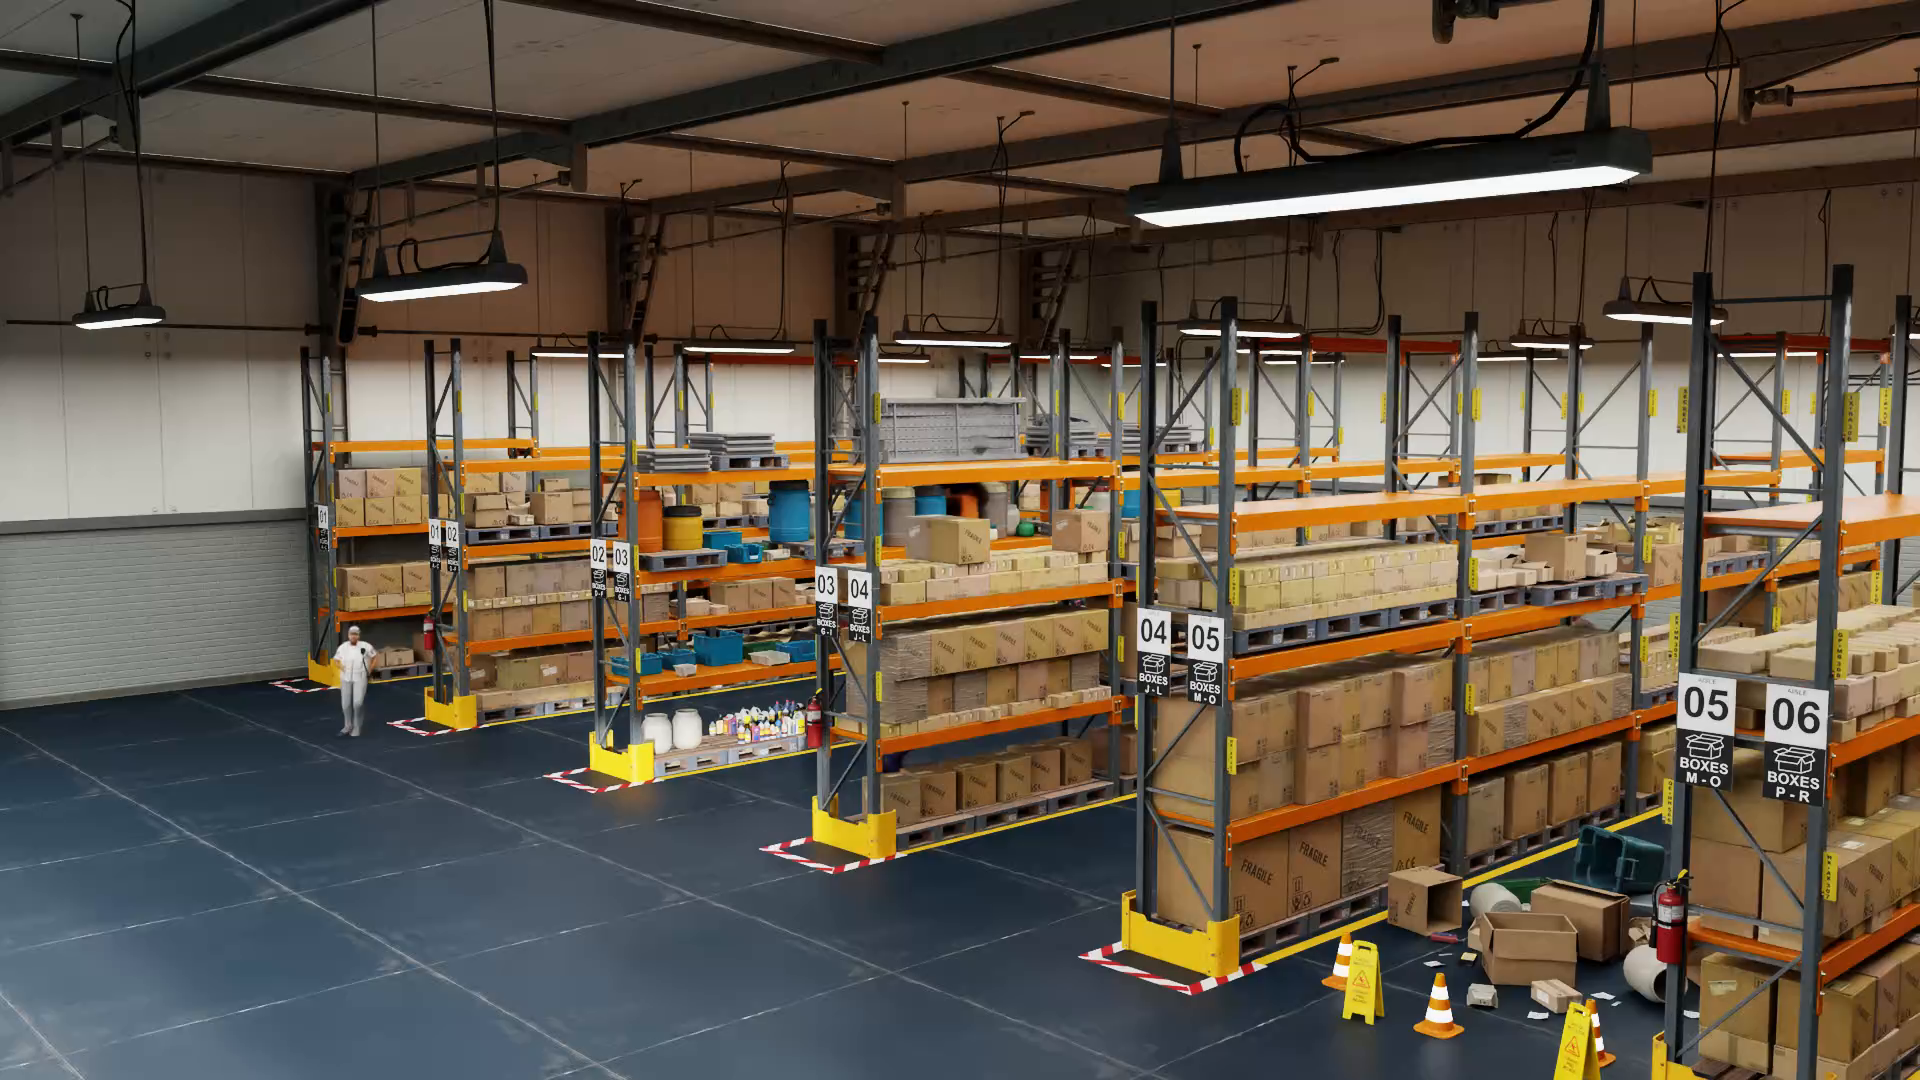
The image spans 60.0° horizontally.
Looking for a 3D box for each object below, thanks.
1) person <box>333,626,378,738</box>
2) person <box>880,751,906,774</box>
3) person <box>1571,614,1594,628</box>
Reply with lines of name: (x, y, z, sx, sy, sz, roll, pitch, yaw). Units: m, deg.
person: (-9.140, 2.144, 25.108, 0.615, 1.692, 0.631, -1, 5, -7)
person: (-0.892, 2.499, 21.114, 0.586, 1.612, 0.592, 5, 7, 44)
person: (9.895, 1.902, 26.737, 1.002, 1.812, 0.677, -5, 7, -44)
